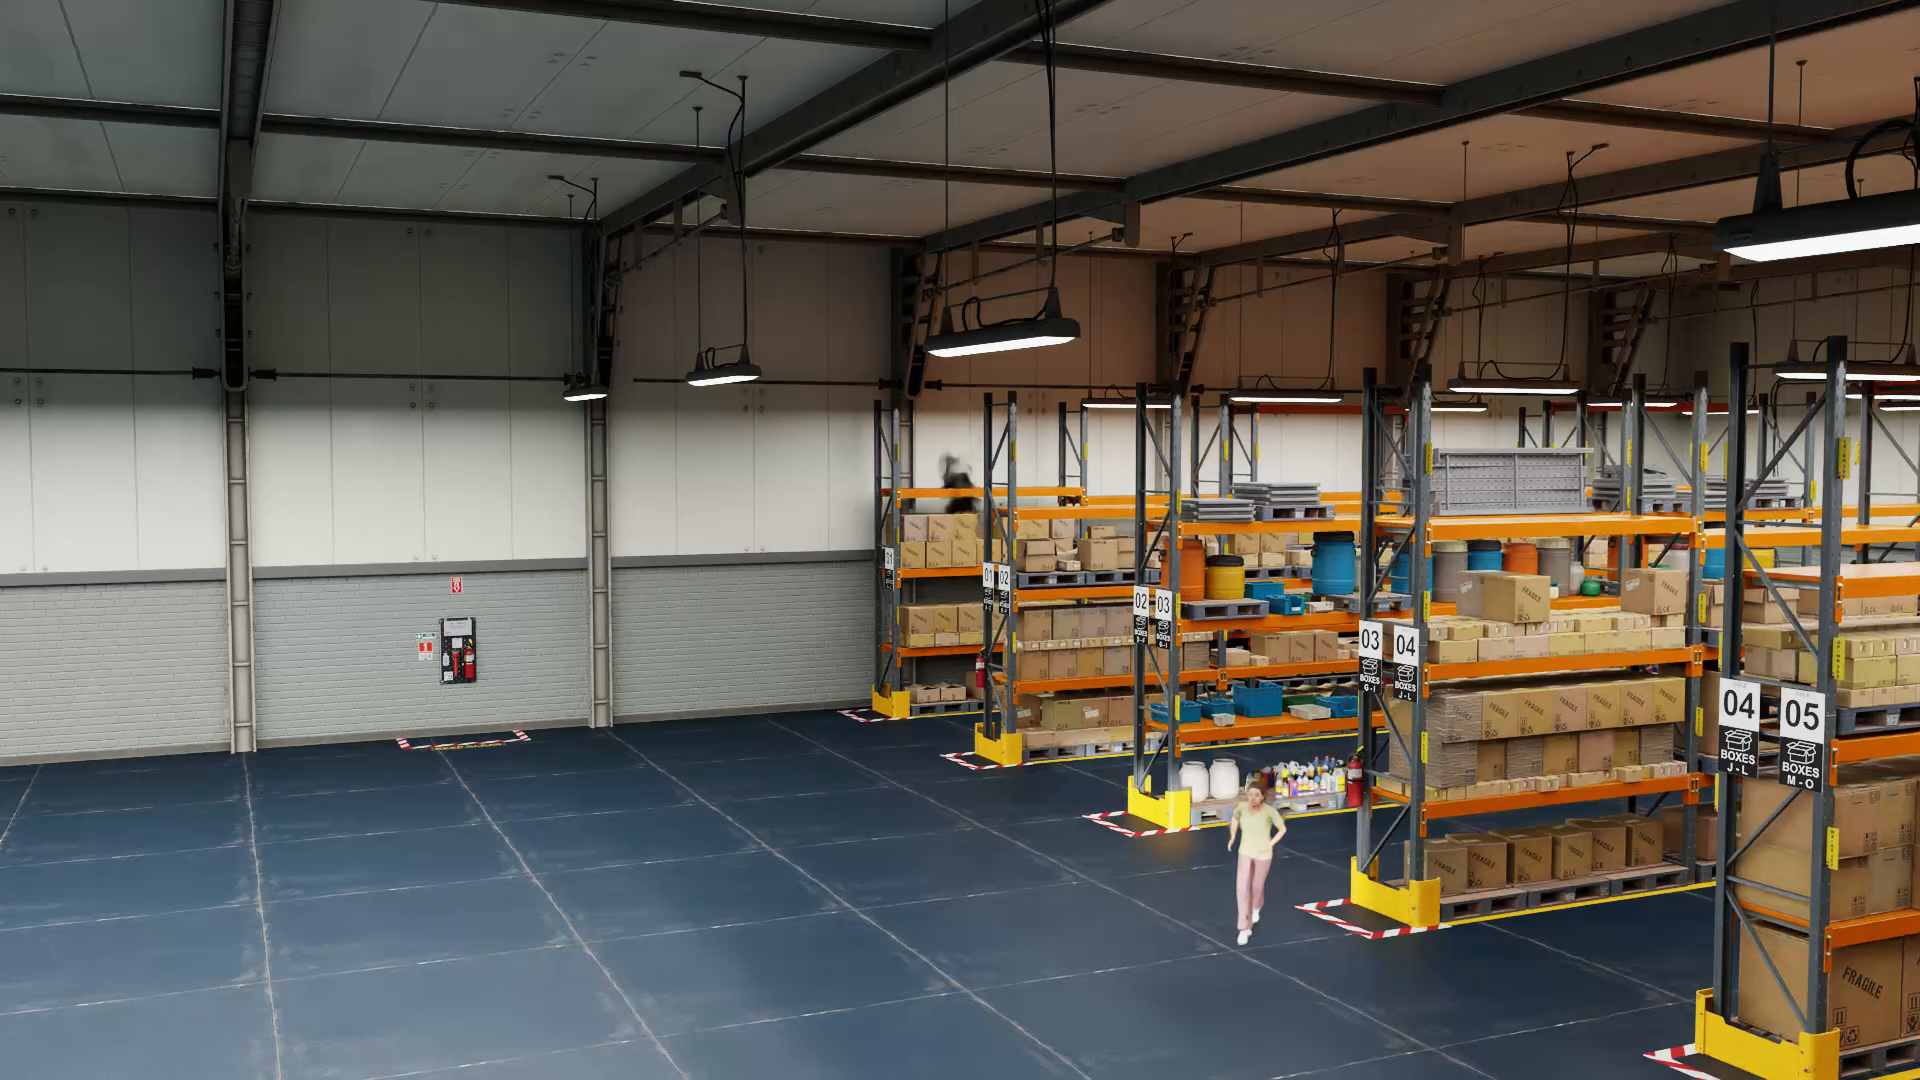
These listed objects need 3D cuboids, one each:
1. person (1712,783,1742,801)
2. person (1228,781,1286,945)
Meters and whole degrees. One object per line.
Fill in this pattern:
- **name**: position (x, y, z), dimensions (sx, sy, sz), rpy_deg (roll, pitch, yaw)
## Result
- **person**: position (10.638, 2.994, 22.918), dimensions (0.914, 1.645, 0.575), rpy_deg (-2, 4, -27)
- **person**: position (3.144, 3.330, 17.499), dimensions (0.597, 1.668, 0.930), rpy_deg (1, 4, 24)
